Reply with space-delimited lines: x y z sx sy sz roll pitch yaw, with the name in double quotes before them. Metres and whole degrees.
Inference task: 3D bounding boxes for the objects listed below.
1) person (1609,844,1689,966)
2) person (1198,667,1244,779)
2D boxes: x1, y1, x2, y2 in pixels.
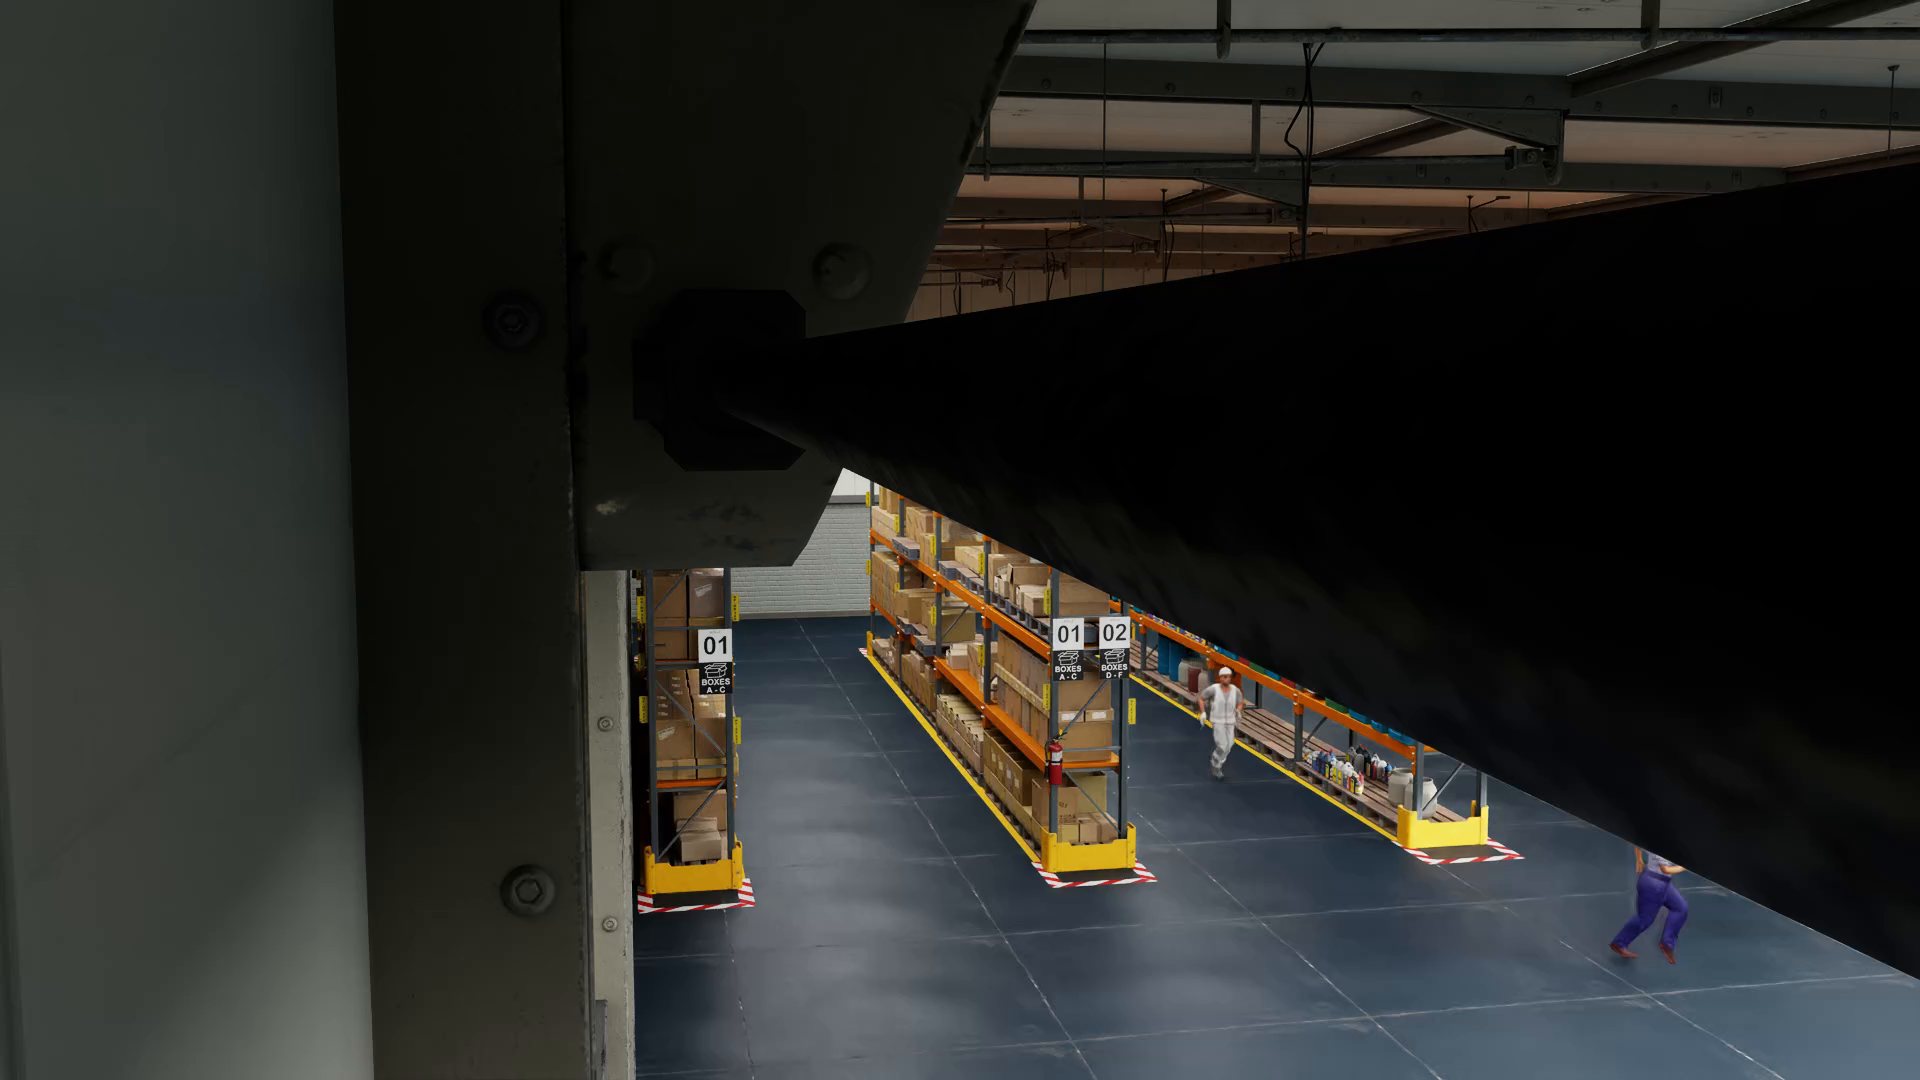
"person" 7.337 3.689 17.613 0.815 1.671 0.627 2 6 20
"person" 4.011 2.799 25.337 0.652 1.739 0.740 -2 6 -14
